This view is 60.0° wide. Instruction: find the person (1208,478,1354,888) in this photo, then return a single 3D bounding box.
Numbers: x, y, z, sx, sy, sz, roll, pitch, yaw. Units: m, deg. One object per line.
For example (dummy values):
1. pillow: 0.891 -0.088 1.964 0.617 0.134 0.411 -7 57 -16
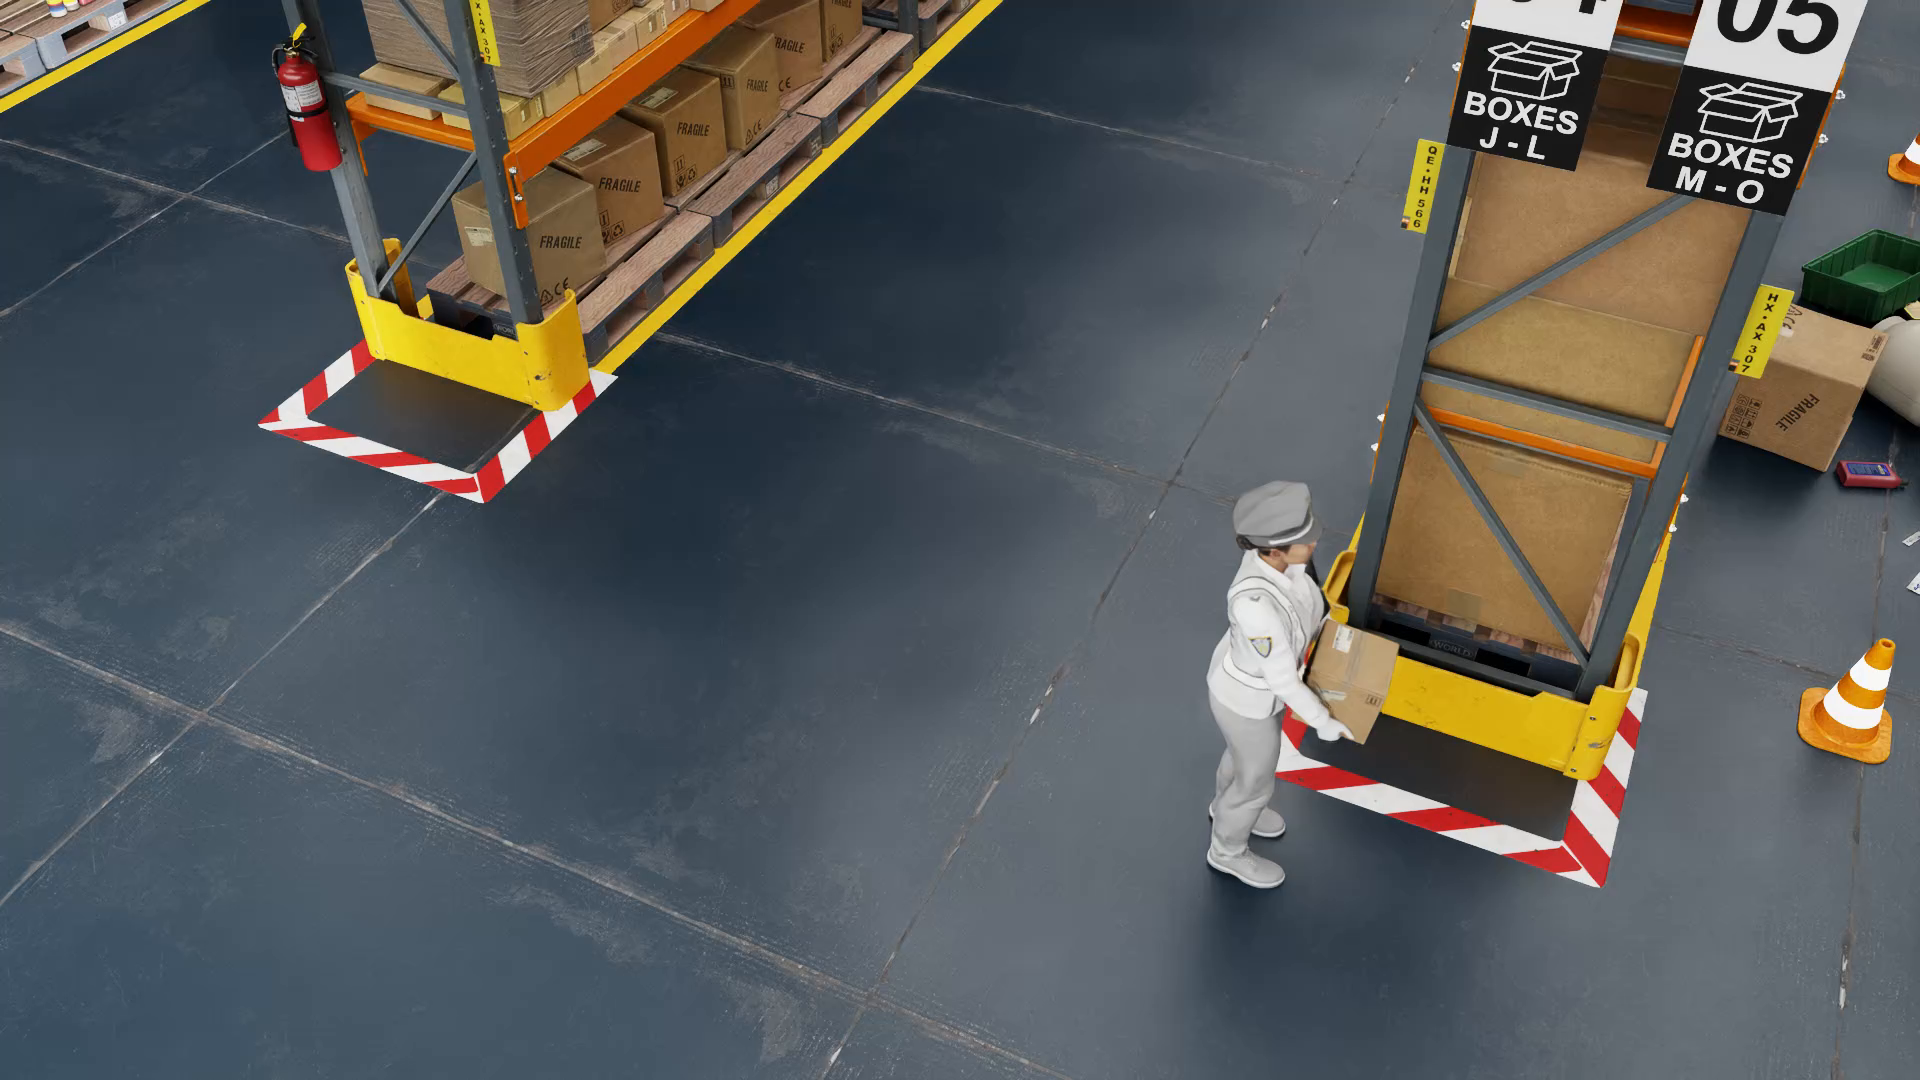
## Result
1. person: 1.075 0.514 5.578 0.532 1.690 0.459 15 44 16
